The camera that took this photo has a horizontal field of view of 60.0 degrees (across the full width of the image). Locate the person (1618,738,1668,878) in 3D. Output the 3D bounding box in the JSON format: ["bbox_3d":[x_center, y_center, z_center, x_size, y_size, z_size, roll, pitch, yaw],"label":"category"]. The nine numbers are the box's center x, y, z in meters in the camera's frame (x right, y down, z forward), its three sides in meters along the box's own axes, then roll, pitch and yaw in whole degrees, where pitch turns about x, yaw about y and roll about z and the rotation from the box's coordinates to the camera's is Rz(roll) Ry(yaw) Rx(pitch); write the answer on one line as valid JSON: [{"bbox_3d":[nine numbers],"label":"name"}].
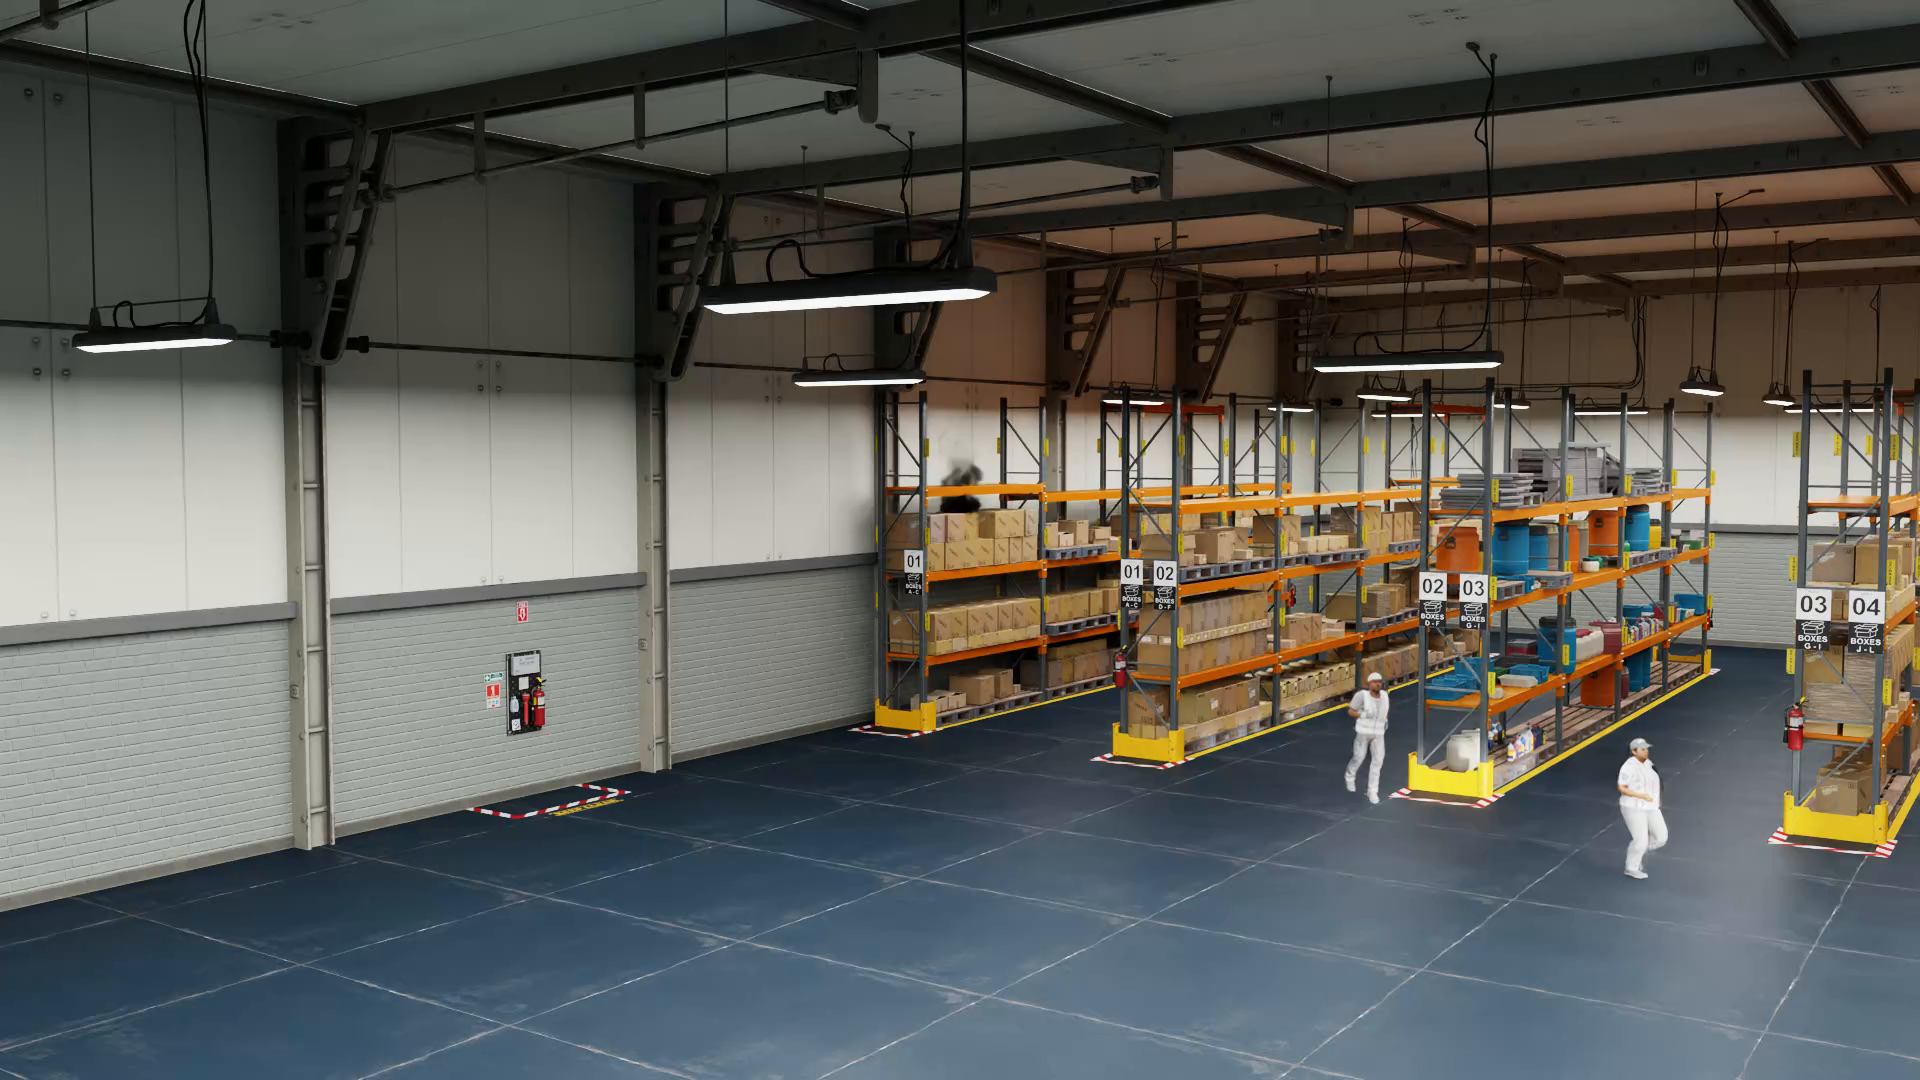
[{"bbox_3d":[7.938,3.115,19.312,0.599,1.621,0.557,-2,4,-27],"label":"person"}]

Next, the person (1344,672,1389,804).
[{"bbox_3d":[5.864,2.786,23.757,0.686,1.808,0.887,0,3,-7],"label":"person"}]
